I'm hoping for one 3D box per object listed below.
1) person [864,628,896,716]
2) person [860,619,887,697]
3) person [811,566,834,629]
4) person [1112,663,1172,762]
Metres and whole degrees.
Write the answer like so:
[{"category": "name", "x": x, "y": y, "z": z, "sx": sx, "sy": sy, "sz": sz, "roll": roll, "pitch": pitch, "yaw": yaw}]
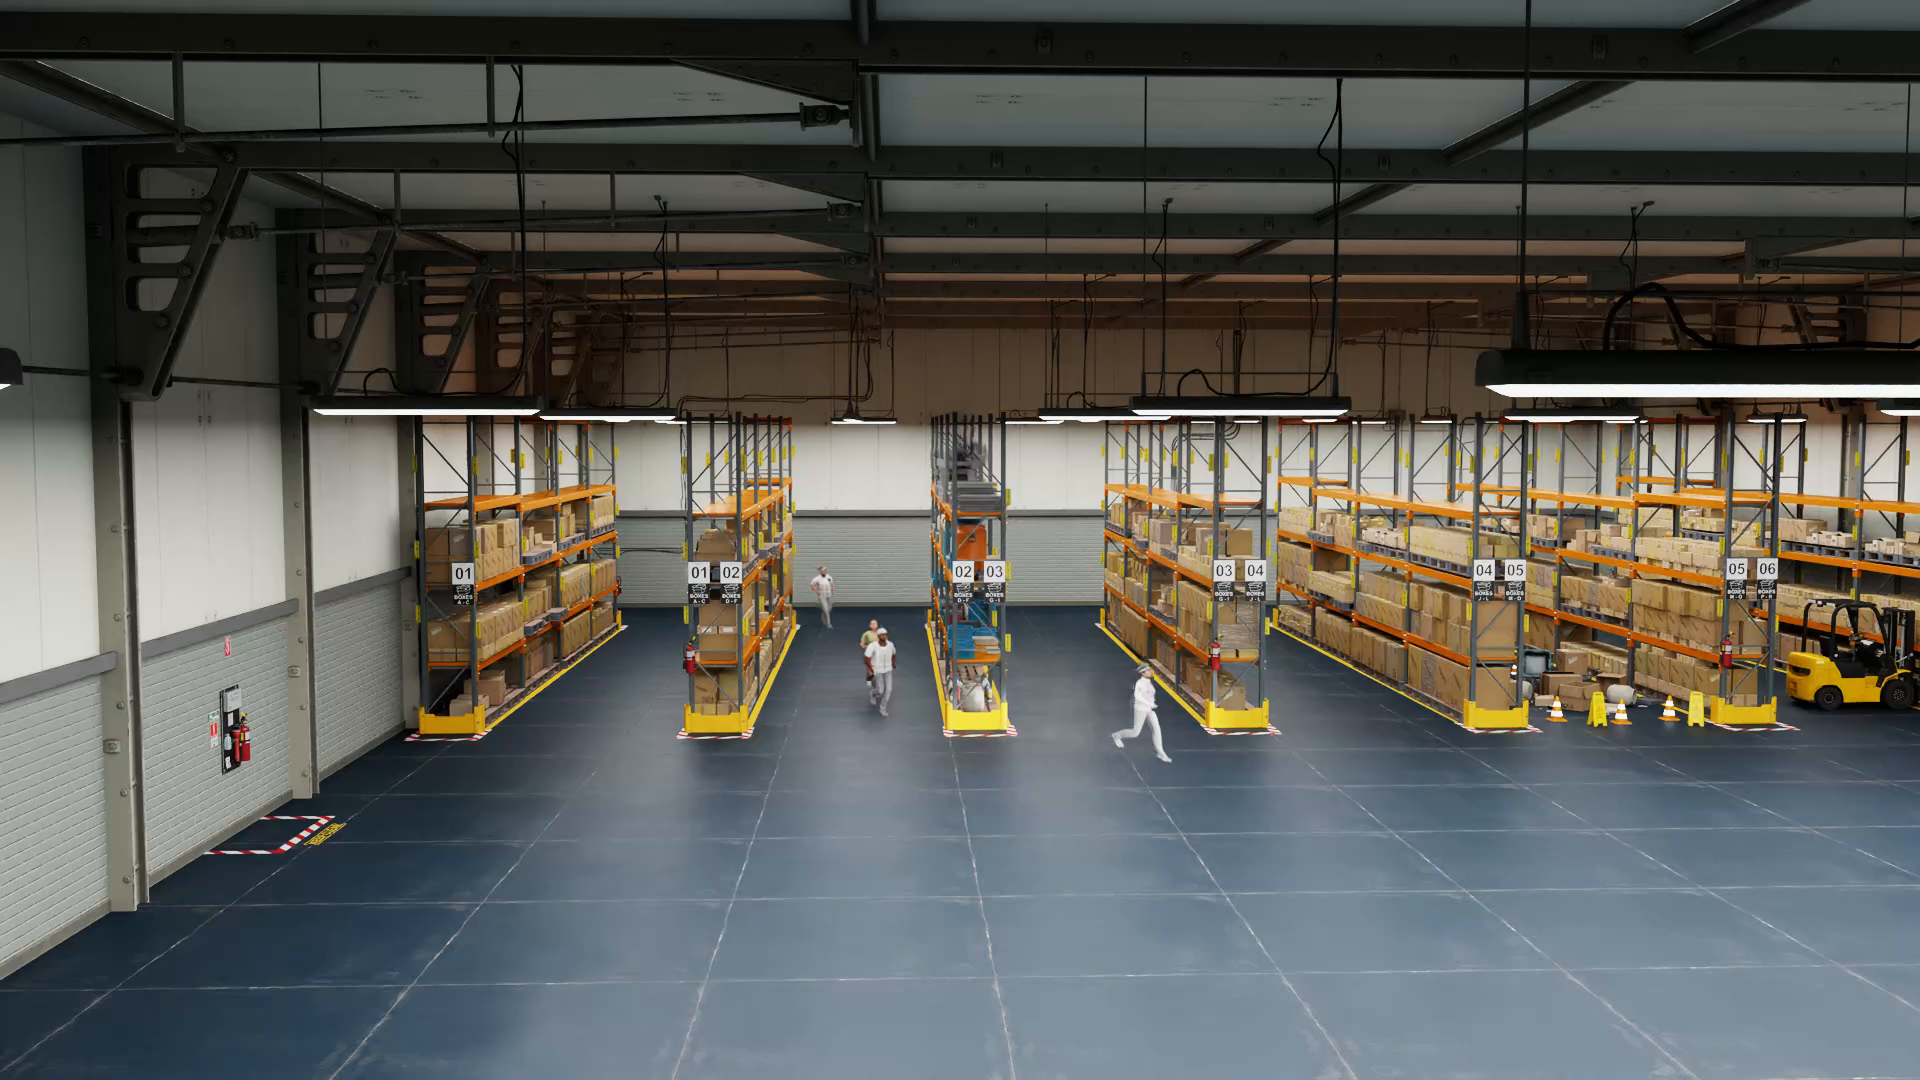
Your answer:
[{"category": "person", "x": -1.571, "y": 2.616, "z": 33.209, "sx": 0.710, "sy": 1.736, "sz": 0.654, "roll": -2, "pitch": 4, "yaw": -24}, {"category": "person", "x": -1.825, "y": 2.492, "z": 35.507, "sx": 0.593, "sy": 1.635, "sz": 0.894, "roll": -1, "pitch": 4, "yaw": -11}, {"category": "person", "x": -3.912, "y": 1.619, "z": 47.554, "sx": 0.668, "sy": 1.787, "sz": 0.857, "roll": -2, "pitch": 5, "yaw": -32}, {"category": "person", "x": 3.128, "y": 2.950, "z": 28.619, "sx": 1.080, "sy": 1.700, "sz": 0.586, "roll": 3, "pitch": 5, "yaw": 33}]
